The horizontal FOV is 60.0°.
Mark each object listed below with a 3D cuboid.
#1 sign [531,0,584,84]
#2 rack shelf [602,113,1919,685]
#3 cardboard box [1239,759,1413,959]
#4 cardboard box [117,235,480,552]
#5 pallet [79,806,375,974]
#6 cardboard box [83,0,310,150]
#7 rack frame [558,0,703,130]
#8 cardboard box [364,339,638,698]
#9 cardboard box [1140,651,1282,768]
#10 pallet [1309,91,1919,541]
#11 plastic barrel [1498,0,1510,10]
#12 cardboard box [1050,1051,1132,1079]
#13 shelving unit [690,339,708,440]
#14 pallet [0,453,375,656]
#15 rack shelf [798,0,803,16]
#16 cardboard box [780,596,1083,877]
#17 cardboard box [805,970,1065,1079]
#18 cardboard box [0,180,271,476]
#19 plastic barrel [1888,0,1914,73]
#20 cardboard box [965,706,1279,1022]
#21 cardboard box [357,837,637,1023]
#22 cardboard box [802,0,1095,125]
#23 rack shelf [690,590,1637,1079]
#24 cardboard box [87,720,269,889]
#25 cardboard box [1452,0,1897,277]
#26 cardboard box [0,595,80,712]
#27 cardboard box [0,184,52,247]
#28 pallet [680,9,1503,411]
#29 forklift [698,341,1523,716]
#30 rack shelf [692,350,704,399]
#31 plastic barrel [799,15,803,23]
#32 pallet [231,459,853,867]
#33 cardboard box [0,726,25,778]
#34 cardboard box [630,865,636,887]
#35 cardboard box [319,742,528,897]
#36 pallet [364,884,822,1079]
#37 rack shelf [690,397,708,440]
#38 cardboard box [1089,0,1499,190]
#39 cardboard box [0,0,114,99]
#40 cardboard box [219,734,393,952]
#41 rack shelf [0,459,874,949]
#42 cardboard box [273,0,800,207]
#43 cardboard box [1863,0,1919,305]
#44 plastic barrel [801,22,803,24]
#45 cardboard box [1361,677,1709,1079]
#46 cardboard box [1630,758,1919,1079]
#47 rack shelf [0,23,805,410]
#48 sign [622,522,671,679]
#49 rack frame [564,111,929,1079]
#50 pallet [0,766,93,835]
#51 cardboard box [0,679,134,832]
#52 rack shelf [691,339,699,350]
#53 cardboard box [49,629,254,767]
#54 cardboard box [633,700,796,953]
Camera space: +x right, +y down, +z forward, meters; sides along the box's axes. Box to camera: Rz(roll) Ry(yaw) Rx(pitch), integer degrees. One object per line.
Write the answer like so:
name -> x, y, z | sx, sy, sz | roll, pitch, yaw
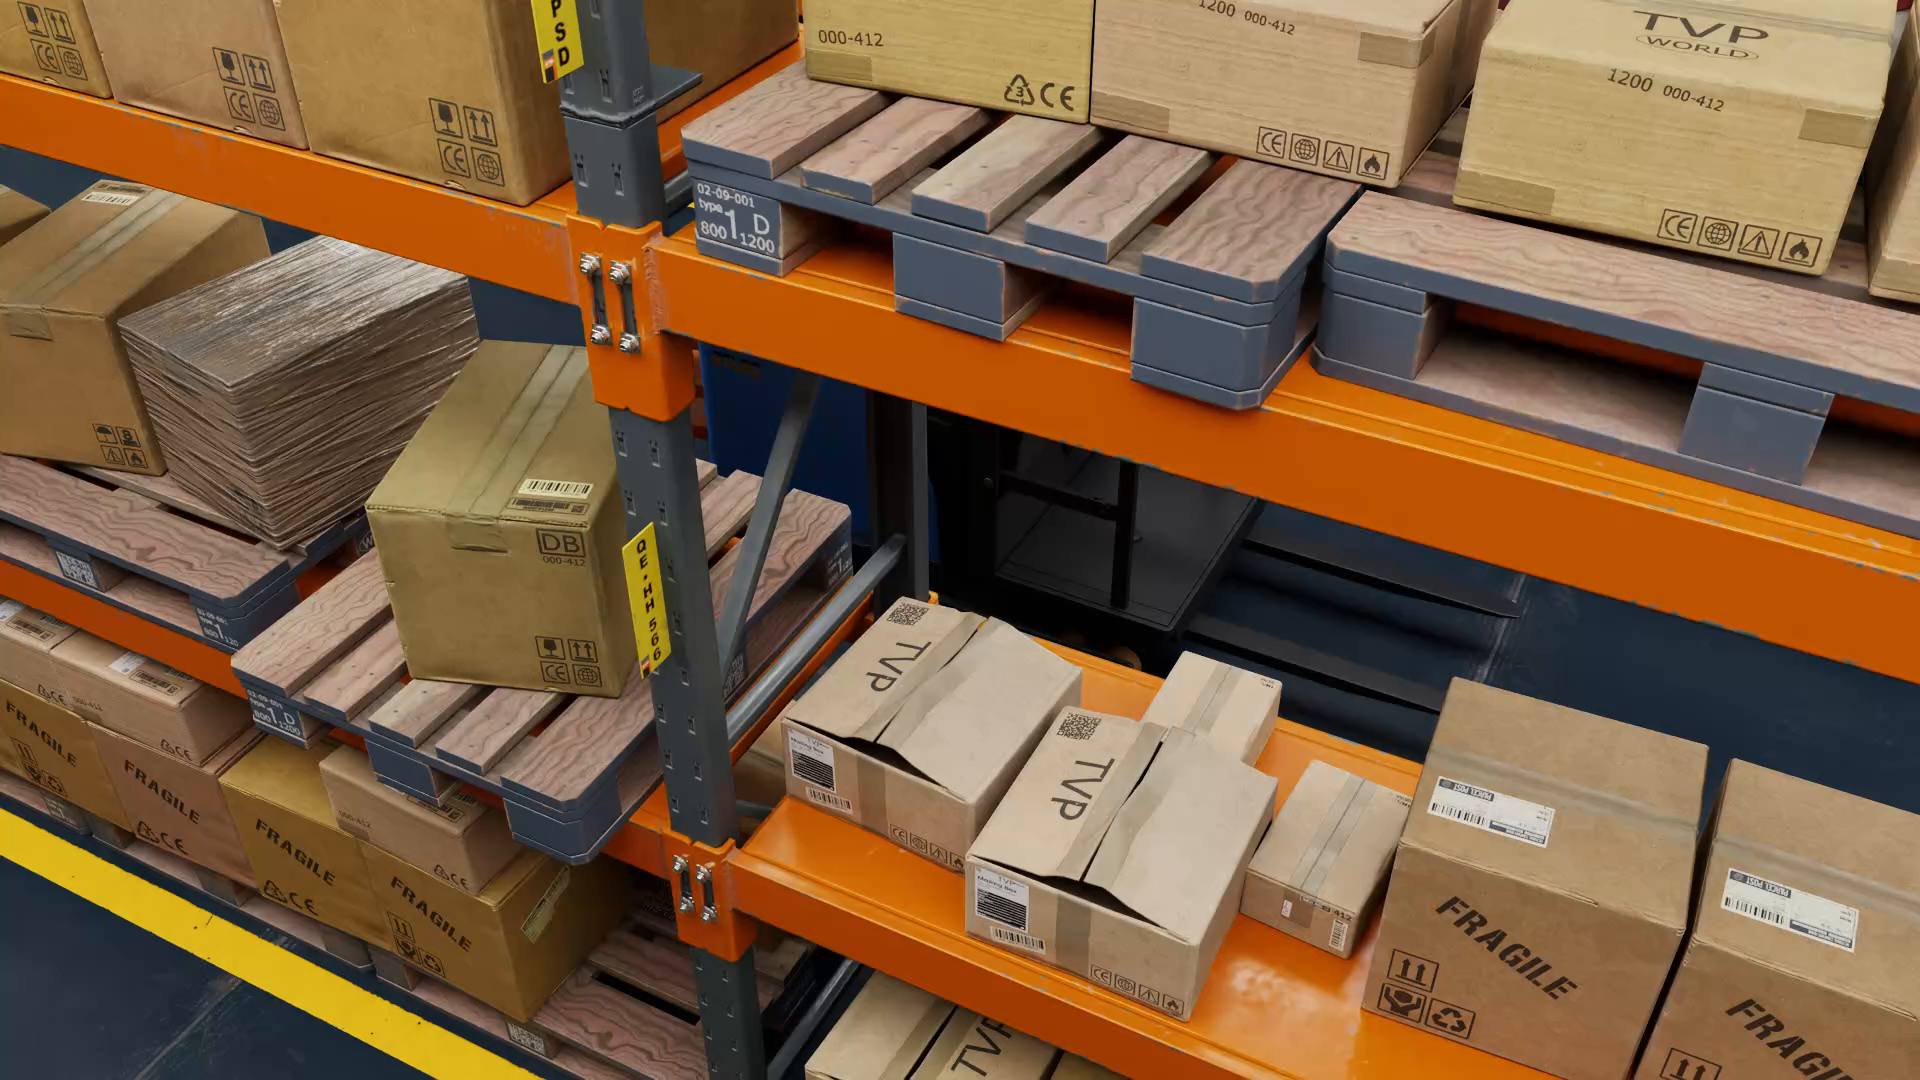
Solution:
sign -> -0.613, -0.855, 2.487 | 0.005, 0.325, 0.100 | 17, 41, 21
rack shelf -> 1.414, -0.097, 2.511 | 4.000, 0.370, 1.077 | 17, 41, 21
cardboard box -> 0.797, 0.680, 3.581 | 0.250, 0.149, 0.380 | 20, 42, 25
cardboard box -> -1.697, -0.423, 4.397 | 0.500, 0.500, 0.700 | 26, 44, 30
pallet -> -2.086, 0.798, 5.524 | 1.213, 0.211, 1.003 | 17, 41, 21
cardboard box -> -1.217, -1.224, 3.318 | 0.500, 0.500, 0.910 | 17, 41, 21
rack frame -> -0.362, -2.134, 2.119 | 0.127, 3.000, 1.000 | 17, 41, 21
cardboard box -> -0.973, -0.066, 3.927 | 0.500, 0.500, 0.700 | 5, 37, 6
cardboard box -> 0.564, 0.457, 3.875 | 0.250, 0.149, 0.380 | 17, 41, 21
pallet -> 1.277, -0.414, 2.490 | 1.213, 0.211, 1.003 | 19, 41, 24
plastic barrel -> 2.471, -2.491, 7.438 | 0.708, 0.536, 0.600 | 17, 41, 21
cardboard box -> 0.439, 1.405, 3.882 | 0.500, 0.311, 0.500 | 16, 40, 20
shelving unit -> -1.126, -0.709, 6.692 | 0.503, 1.200, 0.258 | 10, 38, 13
pallet -> -2.091, -0.207, 4.700 | 1.213, 0.211, 1.003 | 17, 41, 21
rack shelf -> 0.144, -2.673, 8.385 | 4.000, 0.370, 1.077 | 17, 41, 21
cardboard box -> -0.059, 0.415, 3.796 | 0.500, 0.311, 0.500 | 20, 42, 24
cardboard box -> -0.032, 1.263, 4.068 | 0.500, 0.311, 0.500 | 19, 41, 23
cardboard box -> -2.316, -0.606, 4.637 | 0.500, 0.500, 0.700 | 8, 38, 10
plastic barrel -> 3.687, -2.053, 6.861 | 0.433, 0.535, 0.433 | 0, 37, 0
cardboard box -> 0.344, 0.643, 3.495 | 0.500, 0.311, 0.500 | 17, 40, 21
cardboard box -> -1.300, 0.942, 4.732 | 0.500, 0.500, 0.500 | 19, 41, 23
cardboard box -> 0.067, -0.951, 2.818 | 0.500, 0.250, 0.500 | 14, 40, 18
rack shelf -> 1.414, 1.098, 3.418 | 4.000, 0.370, 1.077 | 17, 41, 21
cardboard box -> -2.228, 0.655, 5.110 | 0.500, 0.500, 0.500 | 16, 40, 20
cardboard box -> 1.044, -0.650, 2.421 | 0.500, 0.250, 0.500 | 17, 40, 21
cardboard box -> -2.708, 0.208, 5.078 | 0.500, 0.250, 0.500 | 17, 41, 22
cardboard box -> -2.956, -0.655, 4.702 | 0.500, 0.500, 0.700 | 24, 43, 28
pallet -> 0.282, -0.724, 2.898 | 1.003, 0.211, 1.213 | 19, 41, 24
forklift -> 0.557, -0.989, 5.629 | 3.031, 2.935, 1.130 | 18, 41, 22
rack shelf -> -1.126, -0.656, 6.733 | 0.480, 0.148, 0.258 | 10, 38, 13
plastic barrel -> -1.157, -2.686, 9.196 | 0.708, 0.901, 0.600 | 17, 41, 21
pallet -> -0.996, 0.181, 4.189 | 1.003, 0.211, 1.213 | 17, 41, 21
cardboard box -> -3.117, 0.371, 5.484 | 0.500, 0.500, 0.500 | 18, 41, 22
cardboard box -> -1.102, 0.653, 5.112 | 0.500, 0.500, 0.500 | 16, 40, 20
cardboard box -> -1.352, 0.630, 4.523 | 0.500, 0.250, 0.500 | 19, 41, 23
pallet -> -1.007, 1.138, 5.076 | 1.213, 0.211, 1.003 | 17, 41, 21
rack shelf -> -1.126, -0.498, 6.853 | 0.480, 0.148, 0.258 | 10, 38, 13
cardboard box -> 0.541, -0.815, 2.639 | 0.500, 0.250, 0.500 | 18, 41, 23
cardboard box -> -1.679, -1.369, 3.509 | 0.500, 0.500, 0.910 | 17, 41, 21
cardboard box -> -1.759, 0.798, 4.922 | 0.500, 0.500, 0.500 | 16, 40, 20
rack shelf -> -2.138, -0.014, 4.883 | 4.000, 0.370, 1.077 | 17, 41, 21
cardboard box -> -0.764, -1.083, 3.132 | 0.500, 0.500, 0.910 | 17, 41, 21
cardboard box -> 1.521, -0.499, 2.223 | 0.500, 0.250, 0.500 | 14, 39, 18
plastic barrel -> -0.528, -2.489, 8.937 | 0.708, 0.901, 0.600 | 17, 41, 21
cardboard box -> 1.136, 0.673, 3.299 | 0.500, 0.500, 0.500 | 15, 40, 19
cardboard box -> 1.603, 0.820, 3.107 | 0.500, 0.500, 0.500 | 17, 41, 22
rack shelf -> -2.138, -1.209, 3.976 | 4.000, 0.370, 1.077 | 17, 41, 21
sign -> -0.603, 0.120, 3.219 | 0.005, 0.325, 0.100 | 17, 41, 21
rack frame -> -0.362, 0.255, 3.933 | 0.127, 3.000, 1.000 | 17, 41, 21
pallet -> -3.174, 0.460, 5.970 | 1.213, 0.211, 1.003 | 17, 41, 21
cardboard box -> -2.677, 0.514, 5.295 | 0.500, 0.500, 0.500 | 18, 41, 22
rack shelf -> -1.126, -0.834, 6.598 | 0.480, 0.148, 0.258 | 10, 38, 13
cardboard box -> -2.262, 0.347, 4.895 | 0.500, 0.250, 0.500 | 17, 40, 21
cardboard box -> -0.634, 0.796, 4.924 | 0.500, 0.500, 0.500 | 19, 41, 23
